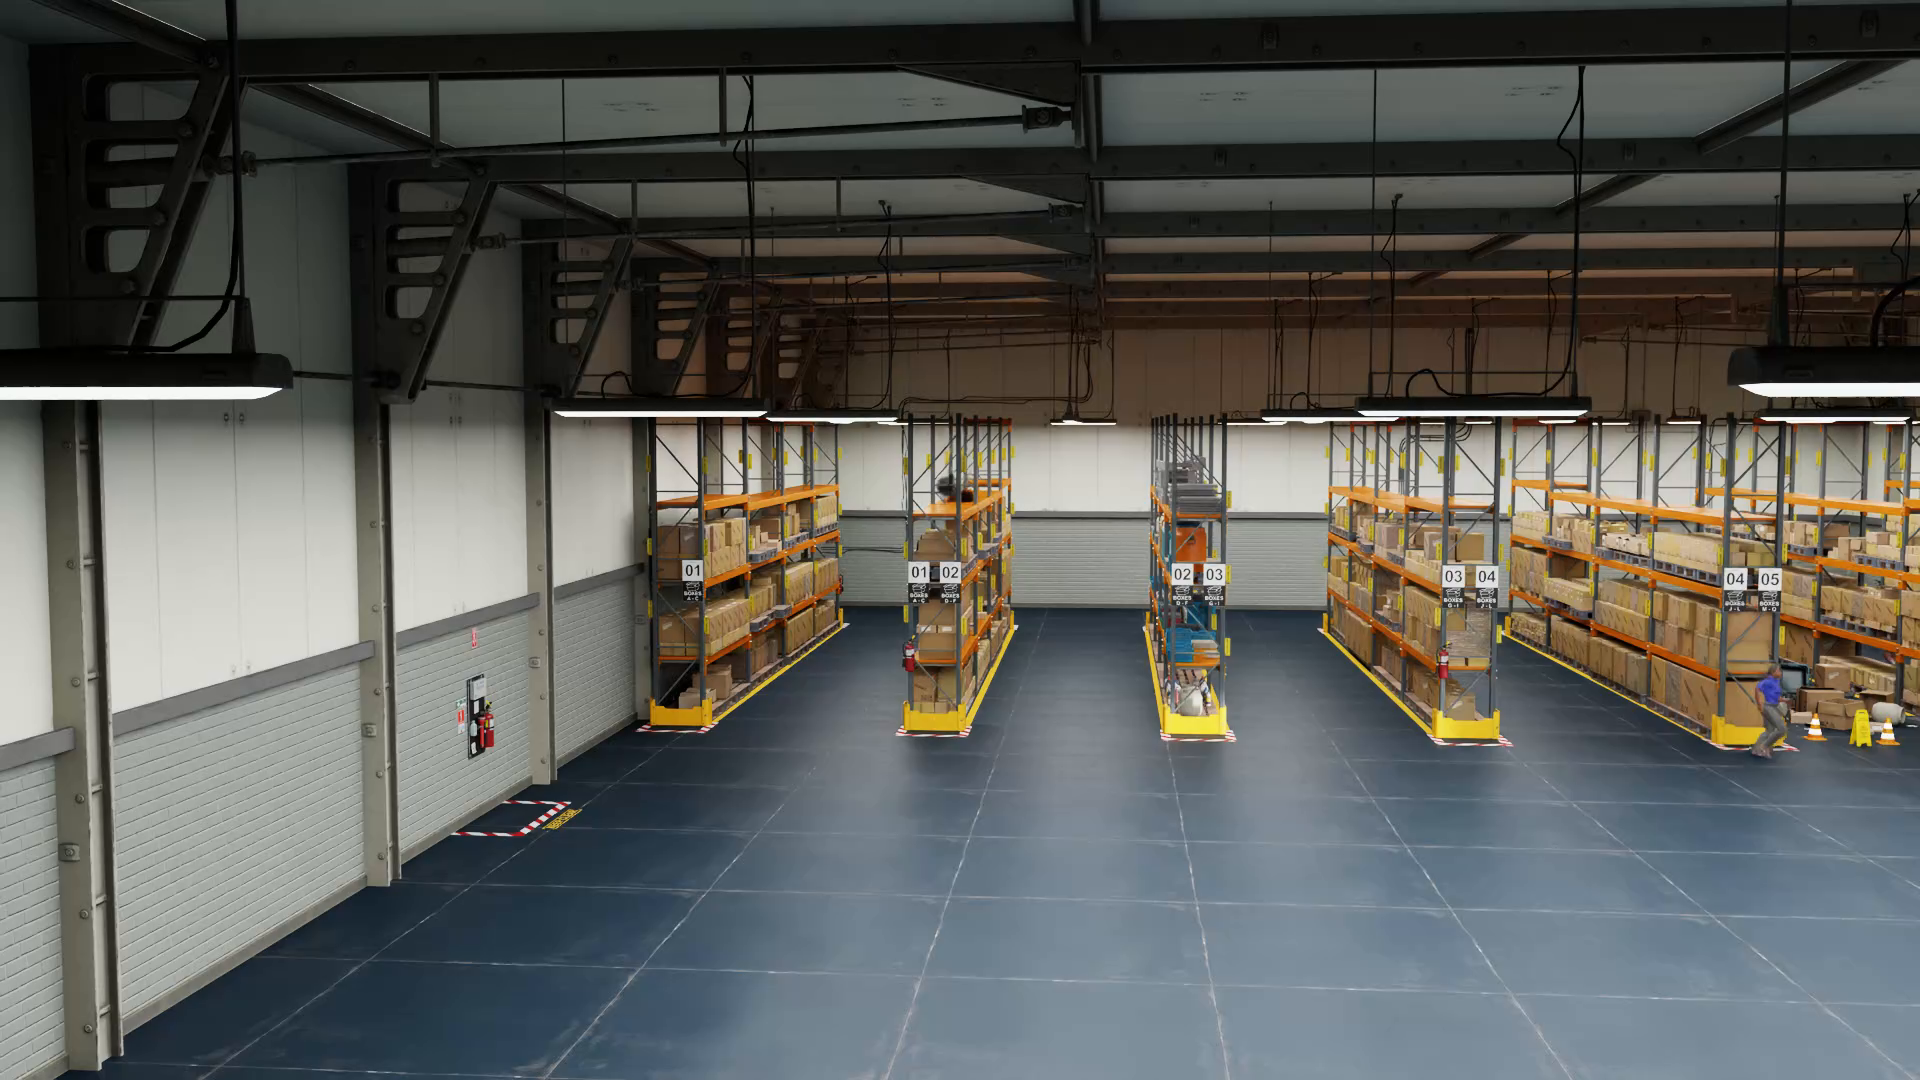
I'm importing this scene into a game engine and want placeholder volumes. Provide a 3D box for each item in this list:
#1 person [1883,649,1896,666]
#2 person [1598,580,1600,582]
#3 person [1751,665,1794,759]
[{"bbox_3d":[21.595,2.314,38.423,0.564,1.633,0.566,0,4,5],"label":"person"},{"bbox_3d":[17.466,1.854,45.661,0.527,1.571,0.686,0,4,-6],"label":"person"},{"bbox_3d":[14.066,2.984,28.794,0.646,1.648,0.604,3,5,40],"label":"person"}]
